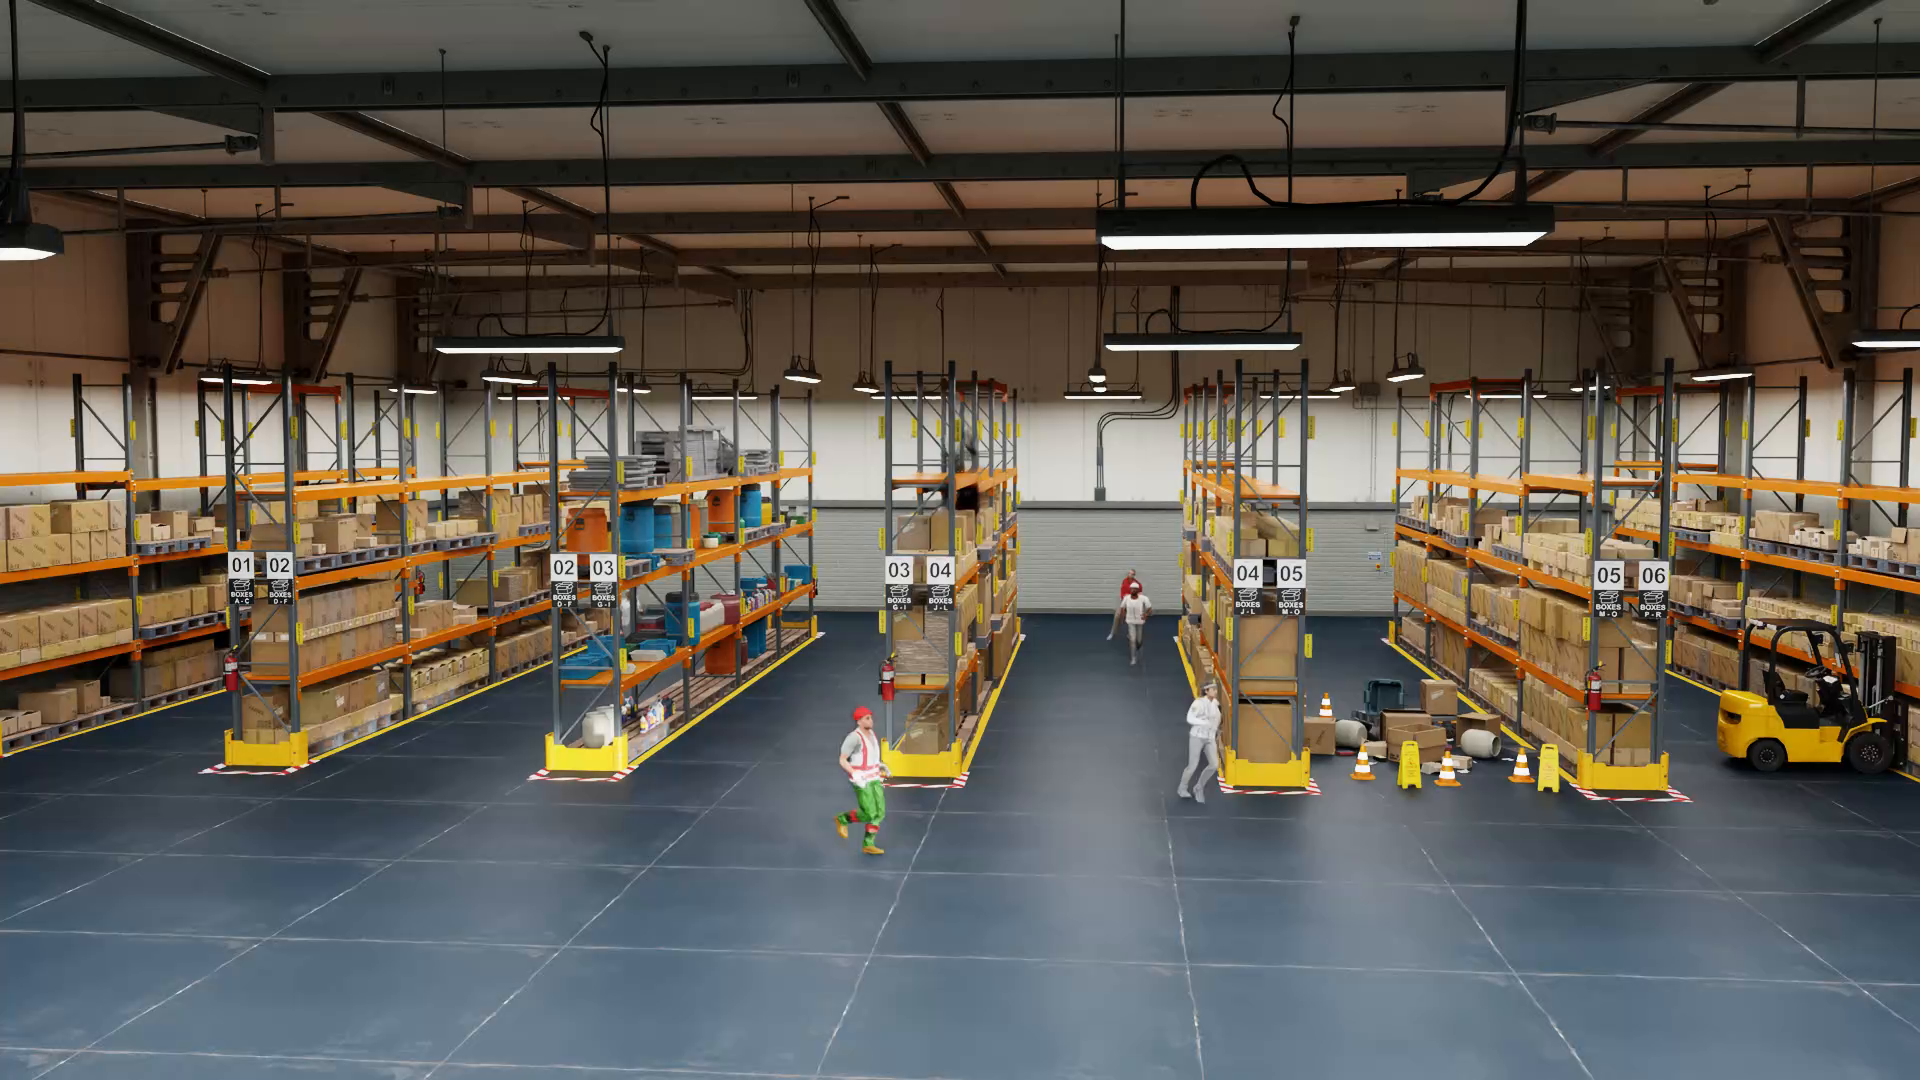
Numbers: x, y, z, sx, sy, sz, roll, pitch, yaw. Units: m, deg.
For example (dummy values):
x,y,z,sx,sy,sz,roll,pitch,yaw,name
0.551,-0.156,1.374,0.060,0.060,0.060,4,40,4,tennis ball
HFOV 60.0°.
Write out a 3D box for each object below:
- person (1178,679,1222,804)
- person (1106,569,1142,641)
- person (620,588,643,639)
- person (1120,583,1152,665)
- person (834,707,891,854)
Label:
x,y,z,sx,sy,sz,roll,pitch,yaw,name
3.332,2.705,22.473,0.622,1.683,0.647,-2,4,-22,person
4.027,1.538,39.725,0.740,1.697,0.908,3,5,38,person
-7.111,1.826,35.832,0.575,1.665,0.611,-1,4,-10,person
3.787,1.787,35.794,0.692,1.754,0.751,1,4,11,person
-1.167,2.840,19.738,0.640,1.744,0.662,2,4,32,person
